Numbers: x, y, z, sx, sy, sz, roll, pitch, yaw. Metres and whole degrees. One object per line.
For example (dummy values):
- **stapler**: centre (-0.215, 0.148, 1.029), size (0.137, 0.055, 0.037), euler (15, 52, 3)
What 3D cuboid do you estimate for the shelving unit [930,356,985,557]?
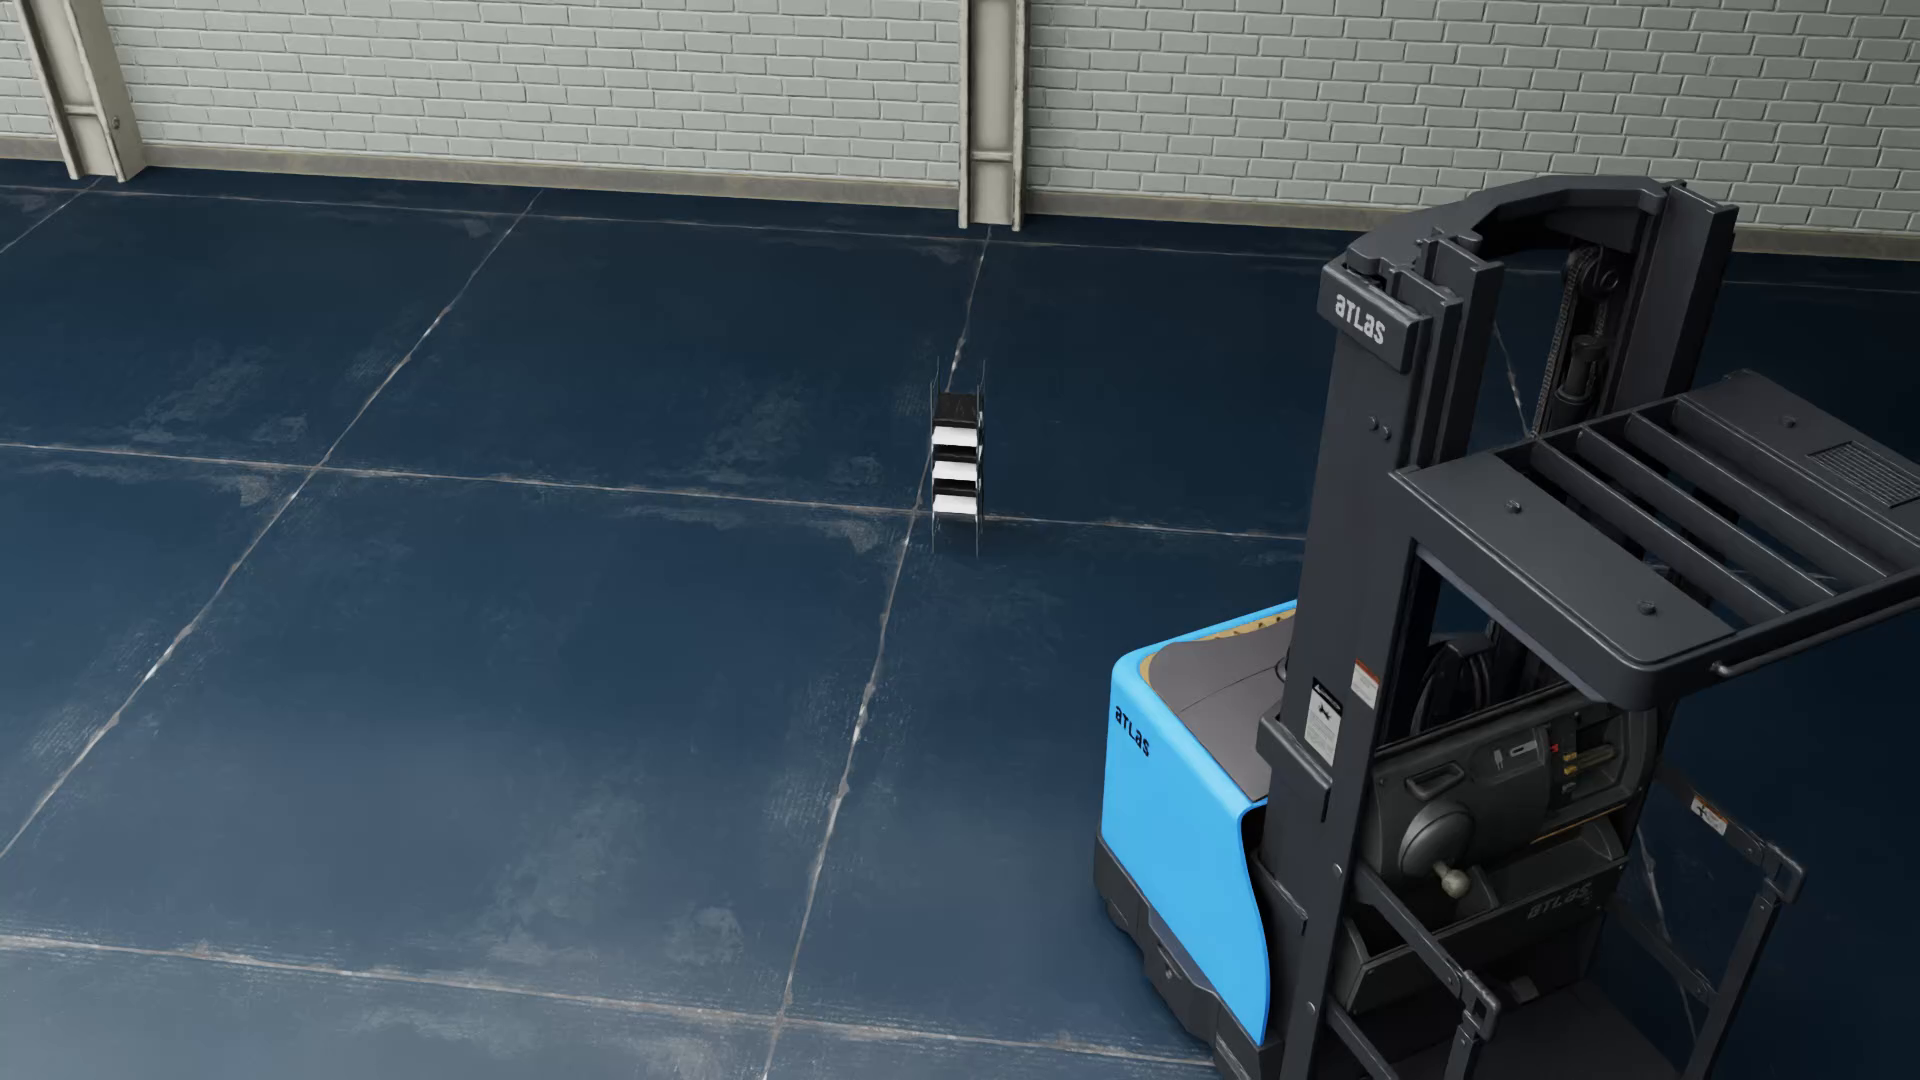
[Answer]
- **shelving unit**: centre (-0.008, -0.367, 7.489), size (0.210, 0.900, 0.258), euler (4, 36, 6)

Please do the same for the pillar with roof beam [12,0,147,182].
- **pillar with roof beam**: centre (-6.293, -3.675, 5.152), size (0.400, 9.000, 9.100), euler (4, 36, 6)

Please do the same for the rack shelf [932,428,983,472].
- **rack shelf**: centre (-0.008, -0.413, 7.457), size (0.200, 0.077, 0.258), euler (4, 36, 6)

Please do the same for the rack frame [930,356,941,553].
- **rack frame**: centre (-0.109, -0.374, 7.500), size (0.006, 0.900, 0.240), euler (4, 36, 6)

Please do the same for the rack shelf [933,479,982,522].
- **rack shelf**: centre (-0.008, -0.193, 7.613), size (0.200, 0.077, 0.258), euler (4, 36, 6)

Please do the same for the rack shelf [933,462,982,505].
- **rack shelf**: centre (-0.008, -0.267, 7.561), size (0.200, 0.077, 0.258), euler (4, 36, 6)

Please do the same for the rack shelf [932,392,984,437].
- **rack shelf**: centre (-0.008, -0.560, 7.352), size (0.200, 0.077, 0.258), euler (4, 36, 6)

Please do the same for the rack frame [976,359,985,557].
- **rack frame**: centre (0.093, -0.359, 7.479), size (0.006, 0.900, 0.240), euler (4, 36, 6)

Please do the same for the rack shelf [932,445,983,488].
- **rack shelf**: centre (-0.008, -0.340, 7.509), size (0.200, 0.077, 0.258), euler (4, 36, 6)

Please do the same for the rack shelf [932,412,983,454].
- **rack shelf**: centre (-0.008, -0.486, 7.404), size (0.200, 0.077, 0.258), euler (4, 36, 6)

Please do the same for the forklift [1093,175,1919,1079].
- **forklift**: centre (1.566, 0.710, 4.232), size (1.130, 2.935, 3.031), euler (-16, 38, -21)

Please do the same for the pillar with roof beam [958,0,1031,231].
- **pillar with roof beam**: centre (-0.342, -3.231, 4.530), size (0.400, 9.000, 9.100), euler (4, 36, 6)
